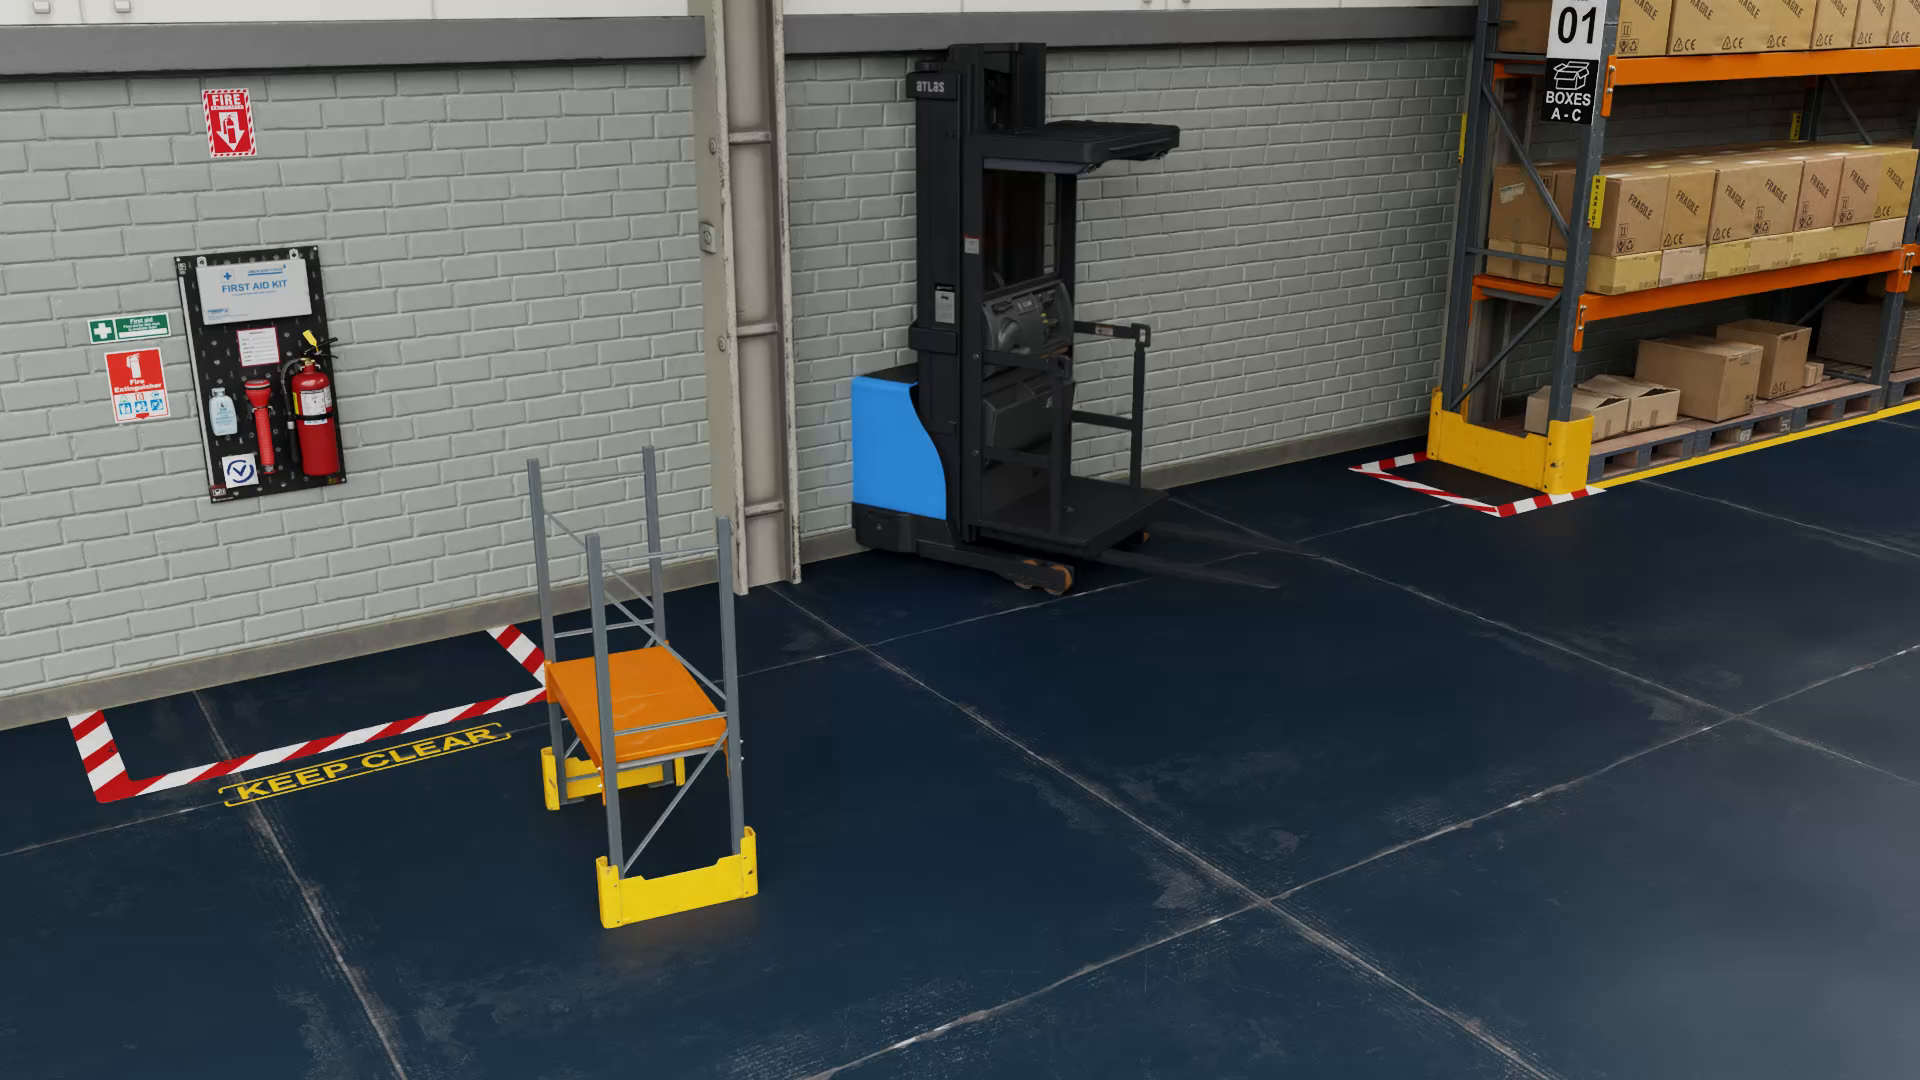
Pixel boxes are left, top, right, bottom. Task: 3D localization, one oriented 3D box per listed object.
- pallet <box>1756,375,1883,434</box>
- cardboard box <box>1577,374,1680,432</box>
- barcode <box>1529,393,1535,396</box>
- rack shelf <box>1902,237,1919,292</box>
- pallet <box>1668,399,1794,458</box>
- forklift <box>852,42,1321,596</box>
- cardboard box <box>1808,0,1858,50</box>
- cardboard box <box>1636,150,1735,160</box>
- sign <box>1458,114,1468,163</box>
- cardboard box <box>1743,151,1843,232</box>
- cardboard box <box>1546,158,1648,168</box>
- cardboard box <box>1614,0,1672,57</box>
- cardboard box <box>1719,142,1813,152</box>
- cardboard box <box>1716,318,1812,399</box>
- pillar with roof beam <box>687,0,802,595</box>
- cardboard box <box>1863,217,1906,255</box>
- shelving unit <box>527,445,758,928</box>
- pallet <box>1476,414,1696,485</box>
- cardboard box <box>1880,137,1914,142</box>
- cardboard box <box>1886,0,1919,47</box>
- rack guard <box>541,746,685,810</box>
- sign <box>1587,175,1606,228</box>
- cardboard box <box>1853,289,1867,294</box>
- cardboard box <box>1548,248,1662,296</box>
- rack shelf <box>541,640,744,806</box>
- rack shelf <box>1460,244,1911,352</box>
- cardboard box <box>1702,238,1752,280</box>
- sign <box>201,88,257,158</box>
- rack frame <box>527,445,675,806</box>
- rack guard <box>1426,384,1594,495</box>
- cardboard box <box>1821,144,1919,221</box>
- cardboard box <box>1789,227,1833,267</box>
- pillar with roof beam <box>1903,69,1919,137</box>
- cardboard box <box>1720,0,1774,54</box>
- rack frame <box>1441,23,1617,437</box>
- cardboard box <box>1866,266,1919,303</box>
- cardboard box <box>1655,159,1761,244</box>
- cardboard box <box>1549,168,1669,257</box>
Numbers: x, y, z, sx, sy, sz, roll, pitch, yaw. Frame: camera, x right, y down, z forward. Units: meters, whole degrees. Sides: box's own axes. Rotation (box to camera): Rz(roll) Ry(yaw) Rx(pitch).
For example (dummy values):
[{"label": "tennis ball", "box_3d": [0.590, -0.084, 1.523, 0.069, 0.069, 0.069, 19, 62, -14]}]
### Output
[{"label": "pallet", "box_3d": [6.547, -1.144, 13.298, 1.213, 0.211, 1.003, -12, 22, -31]}, {"label": "cardboard box", "box_3d": [4.851, -1.021, 12.092, 0.500, 0.311, 0.500, -10, 21, -27]}, {"label": "barcode", "box_3d": [4.170, -1.035, 12.119, 0.075, 0.075, 0.001, -12, 22, -31]}, {"label": "rack shelf", "box_3d": [8.759, -2.604, 14.386, 4.000, 0.370, 1.077, -12, 22, -31]}, {"label": "pallet", "box_3d": [5.527, -0.927, 12.658, 1.213, 0.211, 1.003, -12, 22, -31]}, {"label": "forklift", "box_3d": [0.570, -1.271, 9.428, 3.031, 2.935, 1.130, 11, 22, 30]}, {"label": "cardboard box", "box_3d": [5.931, -3.722, 11.699, 0.500, 0.500, 0.500, -13, 23, -33]}, {"label": "cardboard box", "box_3d": [5.300, -2.588, 12.249, 0.500, 0.500, 0.500, -12, 22, -31]}, {"label": "sign", "box_3d": [3.459, -2.738, 11.359, 0.005, 0.325, 0.100, -12, 22, -31]}, {"label": "cardboard box", "box_3d": [6.023, -2.545, 12.120, 0.500, 0.500, 0.500, -13, 22, -33]}, {"label": "cardboard box", "box_3d": [4.450, -2.407, 11.714, 0.500, 0.500, 0.500, -12, 22, -31]}, {"label": "cardboard box", "box_3d": [4.165, -3.358, 10.622, 0.500, 0.500, 0.500, -11, 22, -30]}, {"label": "cardboard box", "box_3d": [6.147, -2.769, 12.784, 0.500, 0.500, 0.500, -12, 22, -32]}, {"label": "cardboard box", "box_3d": [6.244, -1.423, 12.987, 0.500, 0.500, 0.500, -14, 23, -35]}, {"label": "pillar with roof beam", "box_3d": [1.213, -2.876, 4.701, 0.400, 9.000, 9.100, -12, 22, -31]}, {"label": "cardboard box", "box_3d": [6.860, -2.366, 12.763, 0.500, 0.250, 0.500, -12, 22, -31]}, {"label": "shelving unit", "box_3d": [-1.251, 0.511, 6.393, 0.587, 1.500, 1.083, -8, 20, -23]}, {"label": "pallet", "box_3d": [4.509, -0.714, 12.027, 1.213, 0.211, 1.003, -12, 22, -31]}, {"label": "cardboard box", "box_3d": [8.003, -3.025, 13.666, 0.500, 0.500, 0.700, -9, 21, -26]}, {"label": "cardboard box", "box_3d": [6.801, -3.915, 12.269, 0.500, 0.500, 0.500, -11, 22, -30]}, {"label": "rack guard", "box_3d": [-1.459, 0.958, 7.021, 0.587, 0.250, 0.087, -8, 20, -23]}, {"label": "sign", "box_3d": [4.046, -2.153, 10.577, 0.005, 0.325, 0.100, -12, 22, -31]}, {"label": "cardboard box", "box_3d": [8.098, -1.855, 14.265, 0.500, 0.500, 0.700, -12, 22, -32]}, {"label": "cardboard box", "box_3d": [4.330, -1.827, 11.169, 0.500, 0.250, 0.500, -13, 22, -33]}, {"label": "rack shelf", "box_3d": [-1.247, 0.684, 6.442, 0.538, 0.185, 1.000, -8, 20, -23]}, {"label": "rack shelf", "box_3d": [5.418, -1.899, 12.302, 4.000, 0.370, 1.077, -12, 22, -31]}, {"label": "cardboard box", "box_3d": [5.185, -2.011, 11.711, 0.500, 0.250, 0.500, -12, 22, -32]}, {"label": "sign", "box_3d": [-3.301, -1.884, 7.514, 0.199, 0.298, 0.001, -12, 22, -31]}, {"label": "rack frame", "box_3d": [-1.459, 0.365, 6.822, 0.500, 1.500, 0.032, -8, 20, -23]}, {"label": "rack guard", "box_3d": [3.811, -0.717, 11.585, 0.348, 0.500, 1.175, -12, 22, -31]}, {"label": "cardboard box", "box_3d": [6.864, -2.720, 12.639, 0.500, 0.500, 0.500, -12, 22, -32]}, {"label": "cardboard box", "box_3d": [6.027, -2.188, 12.236, 0.500, 0.250, 0.500, -12, 22, -32]}, {"label": "pillar with roof beam", "box_3d": [11.235, -4.990, 10.953, 0.400, 9.000, 9.100, -12, 22, -31]}, {"label": "cardboard box", "box_3d": [5.064, -3.535, 11.147, 0.500, 0.500, 0.500, -11, 21, -29]}, {"label": "rack frame", "box_3d": [3.748, -1.888, 11.145, 0.127, 3.000, 1.000, -12, 22, -31]}, {"label": "cardboard box", "box_3d": [8.060, -2.184, 14.068, 0.500, 0.250, 0.500, -12, 22, -33]}, {"label": "cardboard box", "box_3d": [5.165, -2.359, 11.571, 0.500, 0.500, 0.500, -13, 22, -33]}, {"label": "cardboard box", "box_3d": [4.312, -2.185, 11.057, 0.500, 0.500, 0.500, -12, 22, -31]}]
